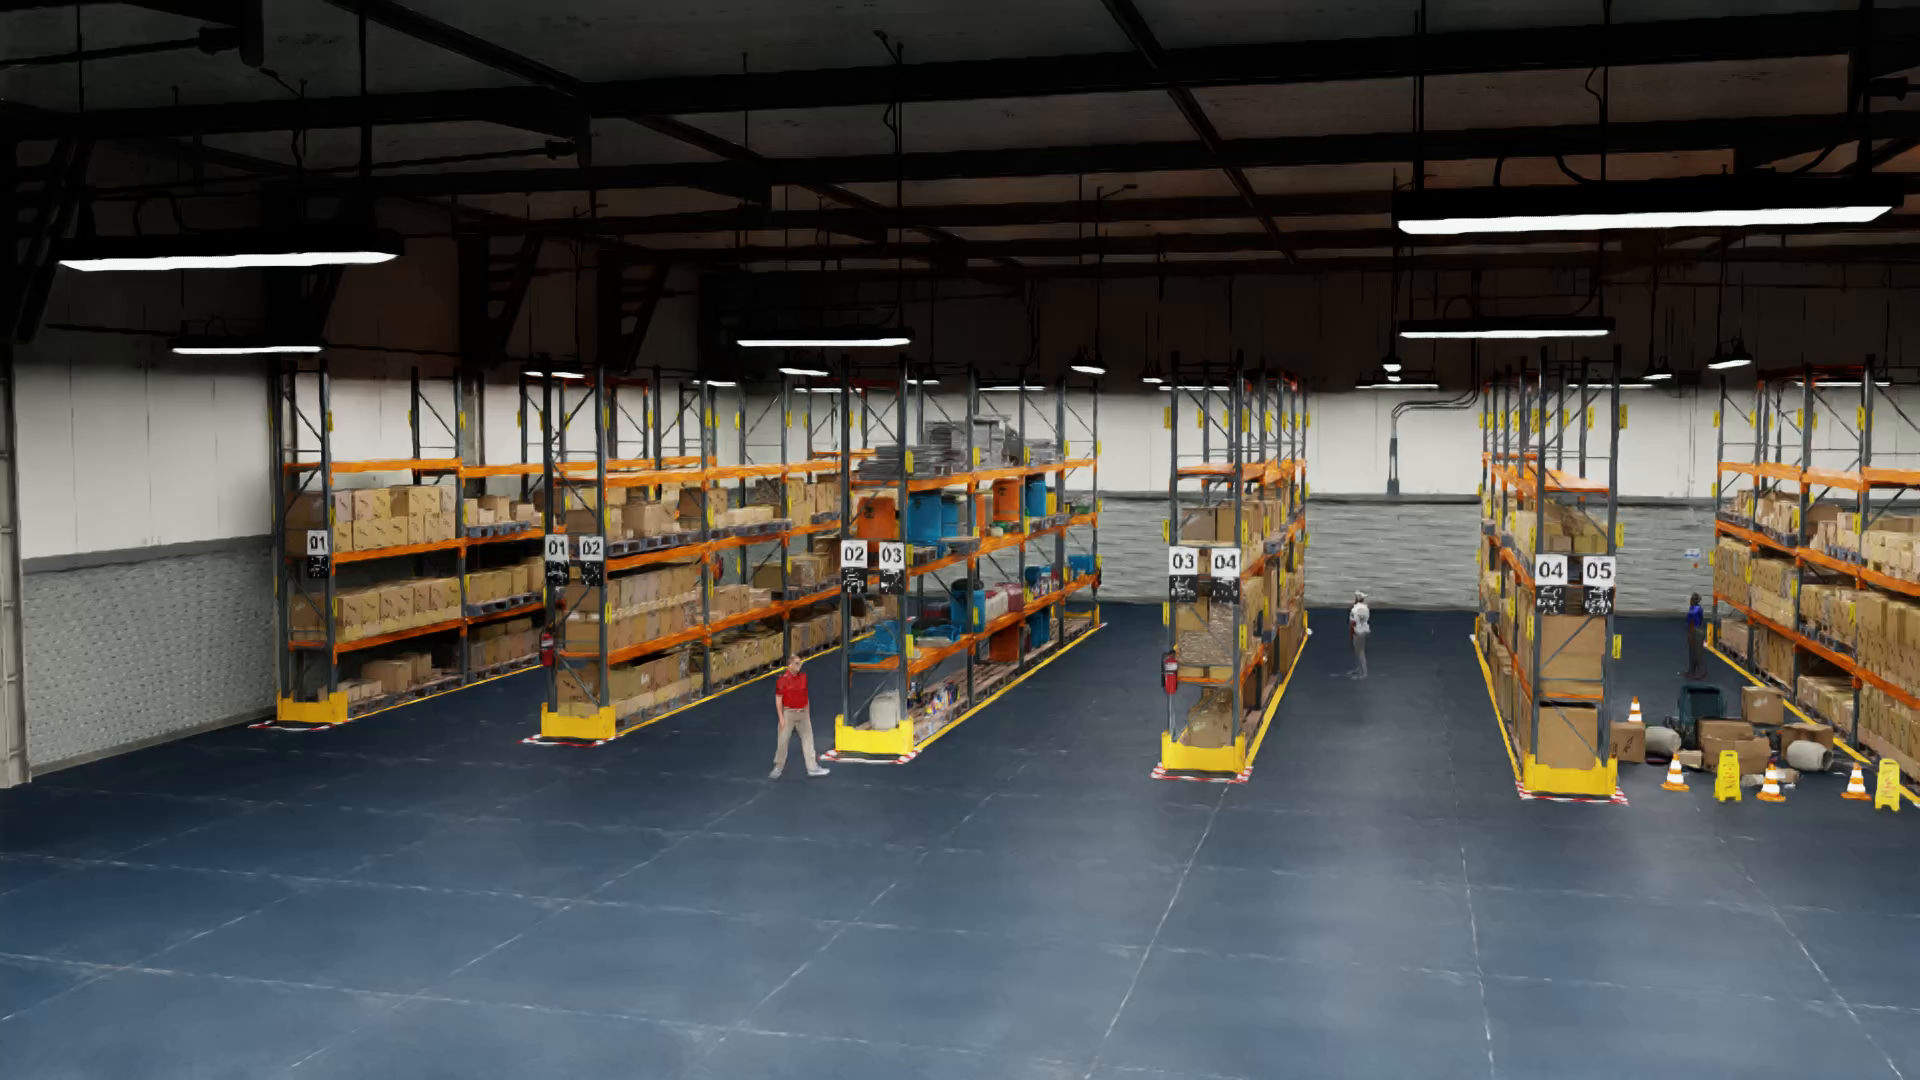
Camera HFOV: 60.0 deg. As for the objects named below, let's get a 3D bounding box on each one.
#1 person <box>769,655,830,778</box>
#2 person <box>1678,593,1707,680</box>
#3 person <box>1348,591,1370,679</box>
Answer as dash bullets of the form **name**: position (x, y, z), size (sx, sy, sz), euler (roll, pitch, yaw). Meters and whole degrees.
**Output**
- **person**: position (-2.290, 2.457, 23.305), size (0.772, 1.719, 0.582), euler (-3, 5, -39)
- **person**: position (14.225, 1.846, 32.232), size (0.565, 1.648, 0.578), euler (3, 5, 35)
- **person**: position (7.748, 1.832, 32.342), size (0.575, 1.664, 0.545), euler (-4, 6, -44)
